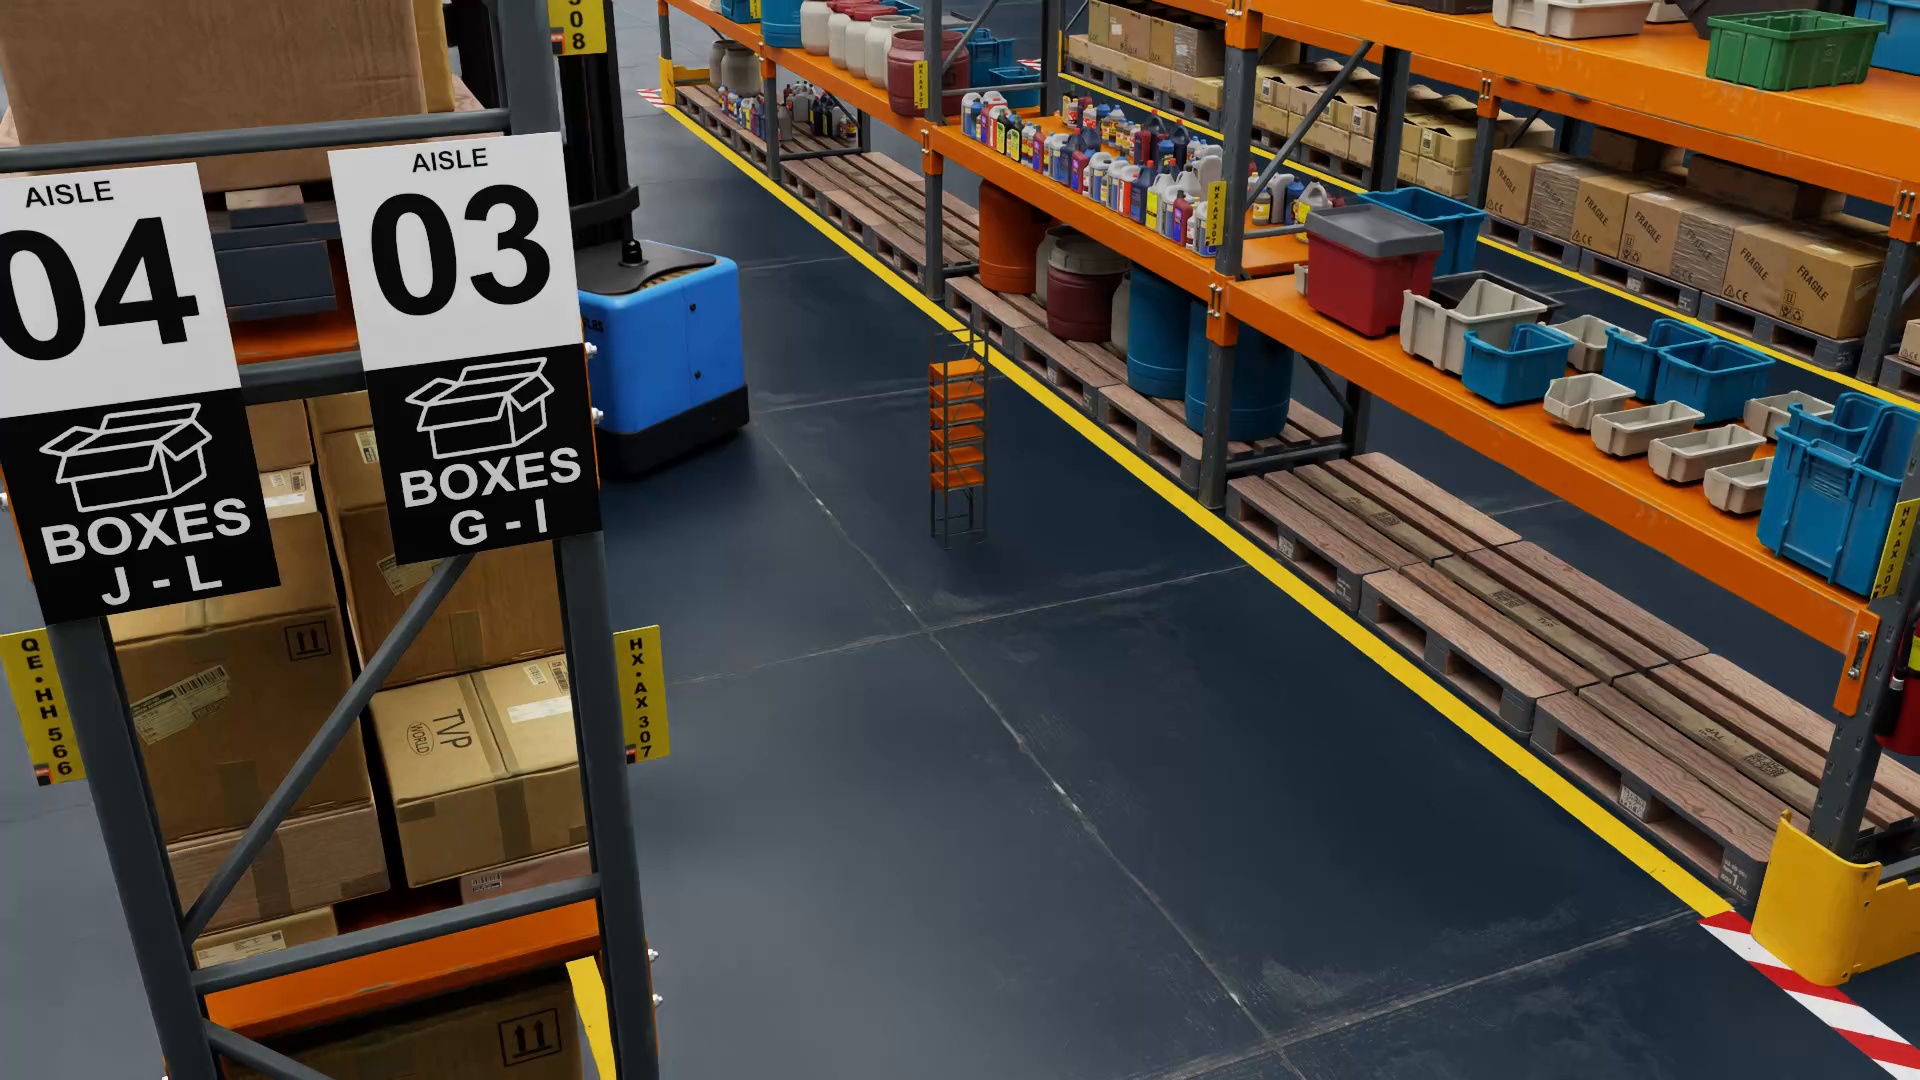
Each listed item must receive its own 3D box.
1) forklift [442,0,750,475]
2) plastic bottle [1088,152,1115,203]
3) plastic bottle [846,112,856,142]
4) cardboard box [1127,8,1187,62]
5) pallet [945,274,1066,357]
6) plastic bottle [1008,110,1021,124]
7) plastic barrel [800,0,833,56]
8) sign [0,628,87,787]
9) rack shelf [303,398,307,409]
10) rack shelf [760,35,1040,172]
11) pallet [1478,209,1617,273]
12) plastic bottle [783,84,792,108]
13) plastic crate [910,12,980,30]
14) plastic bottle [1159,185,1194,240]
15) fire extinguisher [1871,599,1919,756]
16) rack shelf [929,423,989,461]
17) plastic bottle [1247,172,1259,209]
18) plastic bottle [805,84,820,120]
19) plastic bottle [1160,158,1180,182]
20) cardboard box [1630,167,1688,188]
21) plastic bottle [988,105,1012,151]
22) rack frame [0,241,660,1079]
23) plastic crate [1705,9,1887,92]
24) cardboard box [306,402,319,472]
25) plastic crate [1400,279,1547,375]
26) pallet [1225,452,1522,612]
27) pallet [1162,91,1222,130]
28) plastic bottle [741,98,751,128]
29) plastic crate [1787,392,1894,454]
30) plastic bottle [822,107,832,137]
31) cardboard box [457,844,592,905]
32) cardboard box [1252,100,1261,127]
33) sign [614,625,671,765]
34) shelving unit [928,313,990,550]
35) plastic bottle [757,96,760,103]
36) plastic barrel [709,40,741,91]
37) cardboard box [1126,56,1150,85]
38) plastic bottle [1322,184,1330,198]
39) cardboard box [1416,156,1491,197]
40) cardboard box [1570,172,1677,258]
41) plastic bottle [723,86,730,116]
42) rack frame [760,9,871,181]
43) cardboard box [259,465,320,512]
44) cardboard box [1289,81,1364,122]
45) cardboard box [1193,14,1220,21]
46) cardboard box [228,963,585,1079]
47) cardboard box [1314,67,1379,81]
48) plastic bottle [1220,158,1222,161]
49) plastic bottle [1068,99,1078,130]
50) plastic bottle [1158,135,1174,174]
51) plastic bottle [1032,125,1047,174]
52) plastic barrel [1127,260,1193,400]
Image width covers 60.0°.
[{"bbox_3d":[-2.769,-2.180,9.875,3.031,2.935,1.130,17,31,31],"label":"forklift"},{"bbox_3d":[0.859,-2.161,9.898,0.152,0.276,0.135,-11,28,-21],"label":"plastic bottle"},{"bbox_3d":[-1.059,-4.019,16.171,0.097,0.271,0.097,0,26,0],"label":"plastic bottle"},{"bbox_3d":[2.245,-5.737,18.882,0.500,0.500,0.500,-11,28,-21],"label":"cardboard box"},{"bbox_3d":[0.576,-1.664,11.918,1.003,0.211,1.213,-11,28,-21],"label":"pallet"},{"bbox_3d":[0.358,-2.713,11.034,0.097,0.271,0.097,0,26,0],"label":"plastic bottle"},{"bbox_3d":[-1.165,-4.481,14.353,0.433,0.535,0.433,0,26,0],"label":"plastic barrel"},{"bbox_3d":[-1.700,0.313,3.101,0.100,0.325,0.005,-11,28,-21],"label":"sign"},{"bbox_3d":[-3.545,-1.247,8.705,1.077,0.370,4.000,-11,28,-21],"label":"rack shelf"},{"bbox_3d":[-0.554,-3.713,13.755,1.077,0.370,4.000,-11,28,-21],"label":"rack shelf"},{"bbox_3d":[5.046,-2.517,13.665,1.003,0.211,1.213,-11,28,-21],"label":"pallet"},{"bbox_3d":[-1.806,-4.644,17.438,0.061,0.283,0.133,-11,28,-21],"label":"plastic bottle"},{"bbox_3d":[-0.123,-3.962,13.374,0.402,0.464,0.583,-11,28,-21],"label":"plastic crate"},{"bbox_3d":[1.200,-1.809,9.178,0.152,0.276,0.135,-11,28,-21],"label":"plastic bottle"},{"bbox_3d":[3.003,0.342,5.143,0.296,0.674,0.183,-11,28,-21],"label":"fire extinguisher"},{"bbox_3d":[-0.006,-0.505,8.518,0.258,0.103,0.180,-11,28,-21],"label":"rack shelf"},{"bbox_3d":[1.725,-2.055,9.766,0.097,0.201,0.097,0,26,0],"label":"plastic bottle"},{"bbox_3d":[-1.512,-4.496,17.057,0.144,0.351,0.185,-11,28,-21],"label":"plastic bottle"},{"bbox_3d":[1.194,-2.006,9.496,0.144,0.351,0.185,-11,28,-21],"label":"plastic bottle"},{"bbox_3d":[5.573,-2.606,13.017,0.500,0.500,0.500,-12,28,-22],"label":"cardboard box"},{"bbox_3d":[0.282,-2.756,11.117,0.152,0.276,0.135,-11,28,-21],"label":"plastic bottle"},{"bbox_3d":[-1.196,0.852,3.586,1.000,3.000,0.127,-11,28,-21],"label":"rack frame"},{"bbox_3d":[2.713,-1.601,5.432,0.450,0.188,0.336,-11,28,-21],"label":"plastic crate"},{"bbox_3d":[-2.143,-0.487,6.161,0.500,0.250,0.500,-10,28,-19],"label":"cardboard box"},{"bbox_3d":[2.224,-0.939,7.322,0.437,0.282,0.530,-11,28,-21],"label":"plastic crate"},{"bbox_3d":[2.119,-0.071,8.654,1.003,0.211,1.213,-11,28,-21],"label":"pallet"},{"bbox_3d":[2.949,-4.768,18.275,1.003,0.211,1.213,-11,28,-21],"label":"pallet"},{"bbox_3d":[-2.117,-4.302,16.745,0.152,0.276,0.135,-10,28,-20],"label":"plastic bottle"},{"bbox_3d":[3.310,-0.373,6.217,0.416,0.233,0.300,-11,28,-21],"label":"plastic crate"},{"bbox_3d":[-1.309,-4.132,16.388,0.061,0.283,0.133,-11,28,-21],"label":"plastic bottle"},{"bbox_3d":[-1.031,0.765,4.051,0.380,0.149,0.250,-10,28,-20],"label":"cardboard box"},{"bbox_3d":[3.151,-4.441,17.082,0.500,0.250,0.500,-11,28,-22],"label":"cardboard box"},{"bbox_3d":[-0.683,0.335,3.569,0.100,0.325,0.005,-11,28,-21],"label":"sign"},{"bbox_3d":[-0.006,-0.545,8.499,0.258,1.200,0.189,-11,28,-21],"label":"shelving unit"},{"bbox_3d":[-2.019,-4.324,16.781,0.061,0.283,0.133,-11,28,-21],"label":"plastic bottle"},{"bbox_3d":[-2.576,-5.276,18.495,0.421,0.512,0.421,0,26,0],"label":"plastic barrel"},{"bbox_3d":[2.246,-5.400,19.047,0.500,0.250,0.500,-11,28,-21],"label":"cardboard box"},{"bbox_3d":[1.992,-1.837,9.226,0.061,0.283,0.133,-11,28,-21],"label":"plastic bottle"},{"bbox_3d":[4.357,-3.202,14.544,0.500,0.250,0.500,-10,28,-19],"label":"cardboard box"},{"bbox_3d":[5.105,-2.506,12.811,0.500,0.500,0.500,-11,28,-21],"label":"cardboard box"},{"bbox_3d":[-2.409,-4.555,17.256,0.061,0.283,0.133,-10,28,-20],"label":"plastic bottle"},{"bbox_3d":[-1.338,-4.843,15.251,1.000,3.000,0.127,-11,28,-21],"label":"rack frame"},{"bbox_3d":[-2.421,-0.185,5.541,0.500,0.250,0.500,-10,28,-19],"label":"cardboard box"},{"bbox_3d":[3.549,-4.277,16.107,0.500,0.311,0.500,-12,28,-22],"label":"cardboard box"},{"bbox_3d":[2.936,-5.628,18.658,0.500,0.500,0.500,-11,28,-21],"label":"cardboard box"},{"bbox_3d":[-1.520,1.373,4.461,0.875,0.875,0.875,-11,28,-21],"label":"cardboard box"},{"bbox_3d":[3.853,-4.575,16.717,0.500,0.311,0.500,-10,28,-19],"label":"cardboard box"},{"bbox_3d":[1.602,-2.184,9.946,0.152,0.276,0.135,-11,28,-21],"label":"plastic bottle"},{"bbox_3d":[0.808,-3.000,11.701,0.097,0.201,0.097,0,26,0],"label":"plastic bottle"},{"bbox_3d":[1.282,-2.381,10.355,0.097,0.271,0.097,0,26,0],"label":"plastic bottle"},{"bbox_3d":[0.511,-2.472,10.526,0.061,0.283,0.133,-11,28,-21],"label":"plastic bottle"},{"bbox_3d":[1.321,-1.368,10.046,0.600,0.901,0.708,-11,28,-21],"label":"plastic barrel"}]
